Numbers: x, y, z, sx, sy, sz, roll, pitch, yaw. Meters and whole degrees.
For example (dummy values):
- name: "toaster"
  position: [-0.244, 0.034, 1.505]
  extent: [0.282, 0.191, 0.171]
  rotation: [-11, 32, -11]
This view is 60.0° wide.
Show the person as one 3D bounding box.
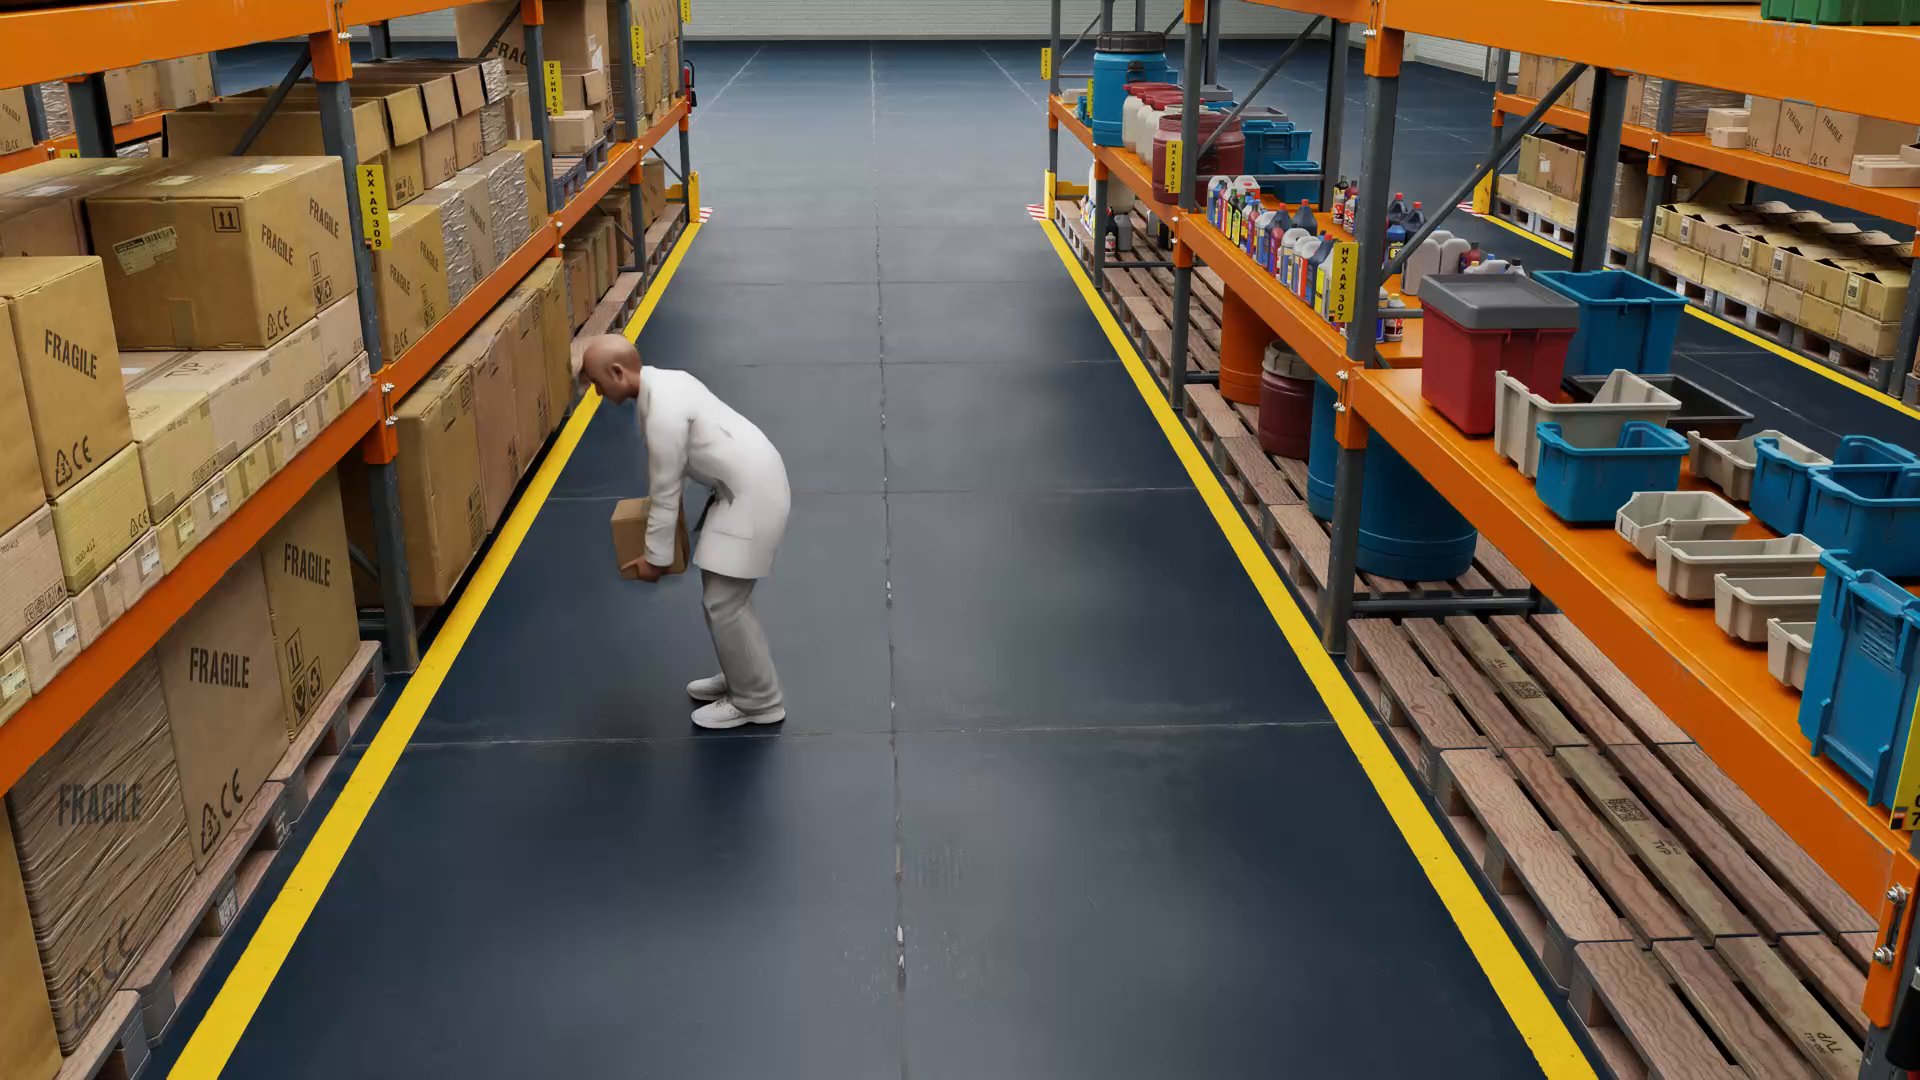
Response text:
- name: "person"
  position: [-1.040, -0.040, 6.525]
  extent: [0.759, 1.564, 0.542]
  rotation: [-2, 20, -4]
